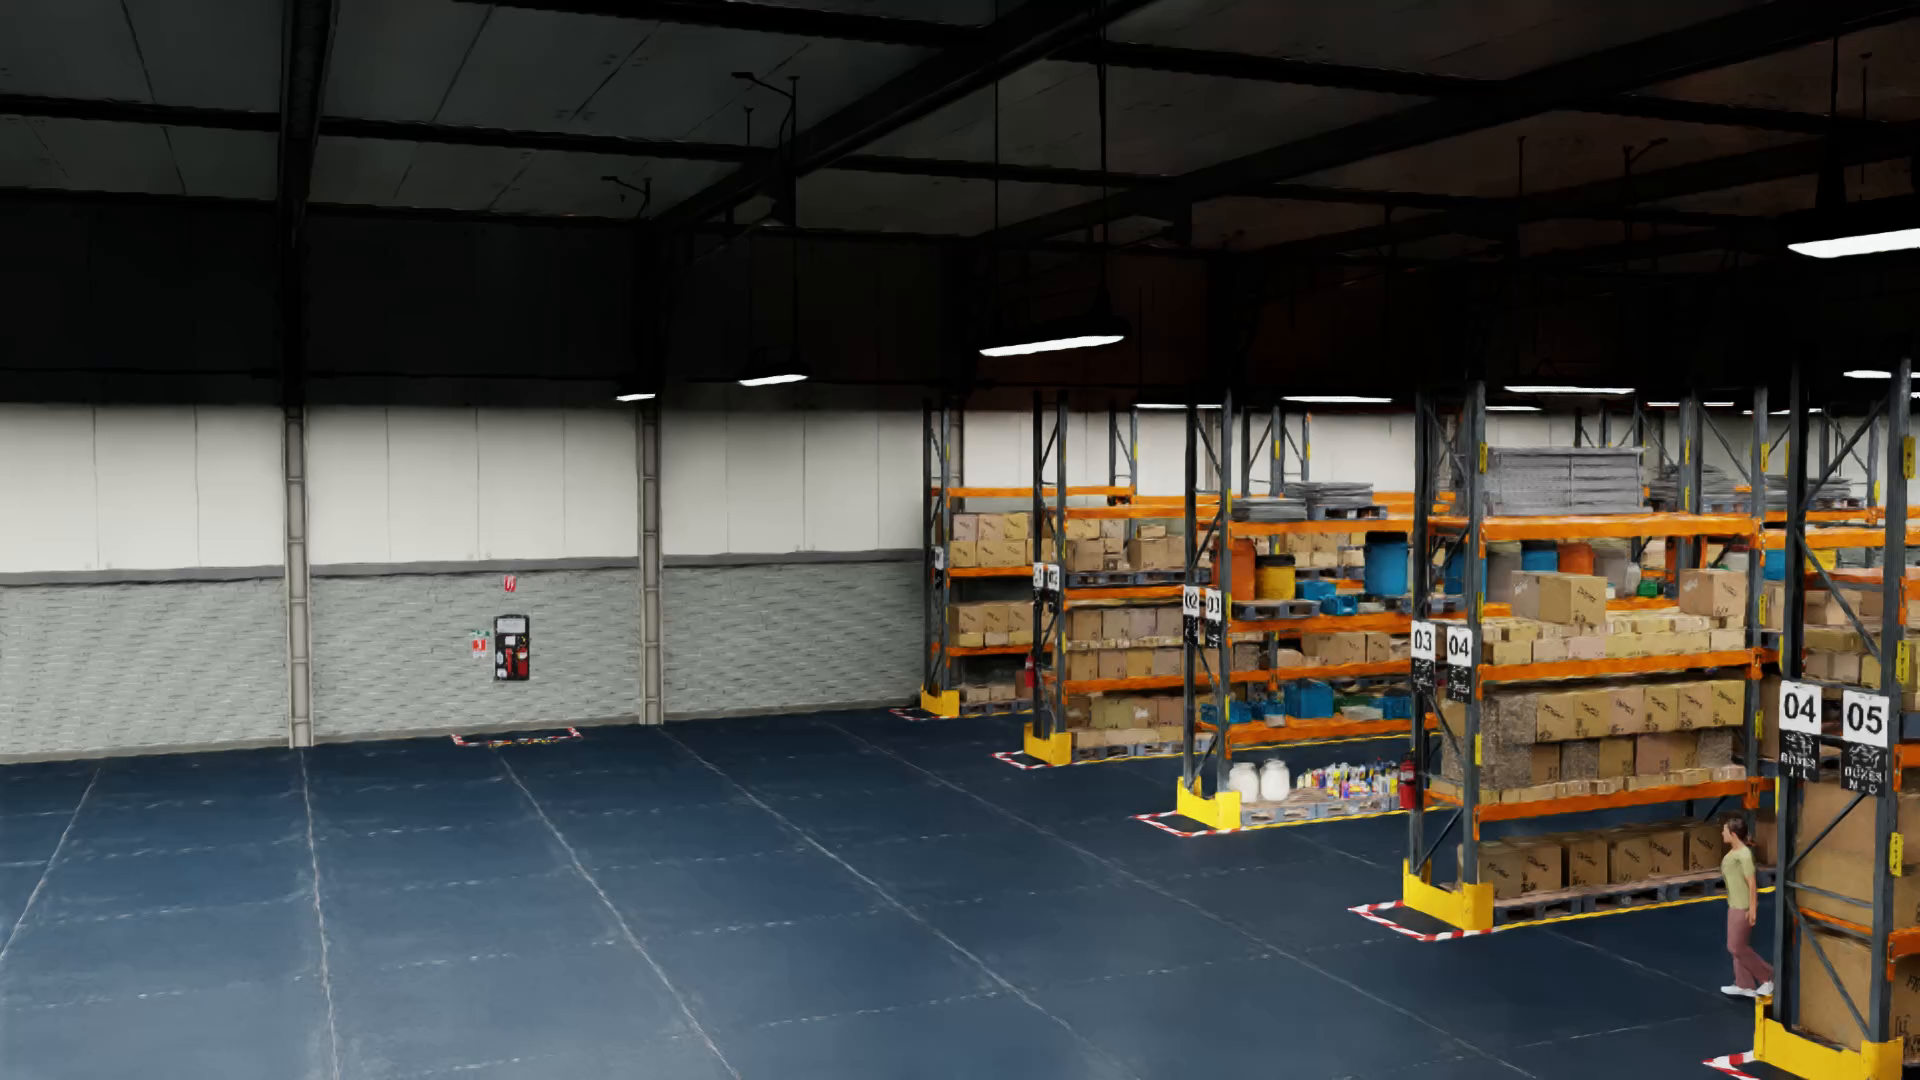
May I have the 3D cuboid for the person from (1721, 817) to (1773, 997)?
[{"bbox_3d":[7.361,3.425,15.475,0.507,1.665,0.519,1,3,15],"label":"person"}]
